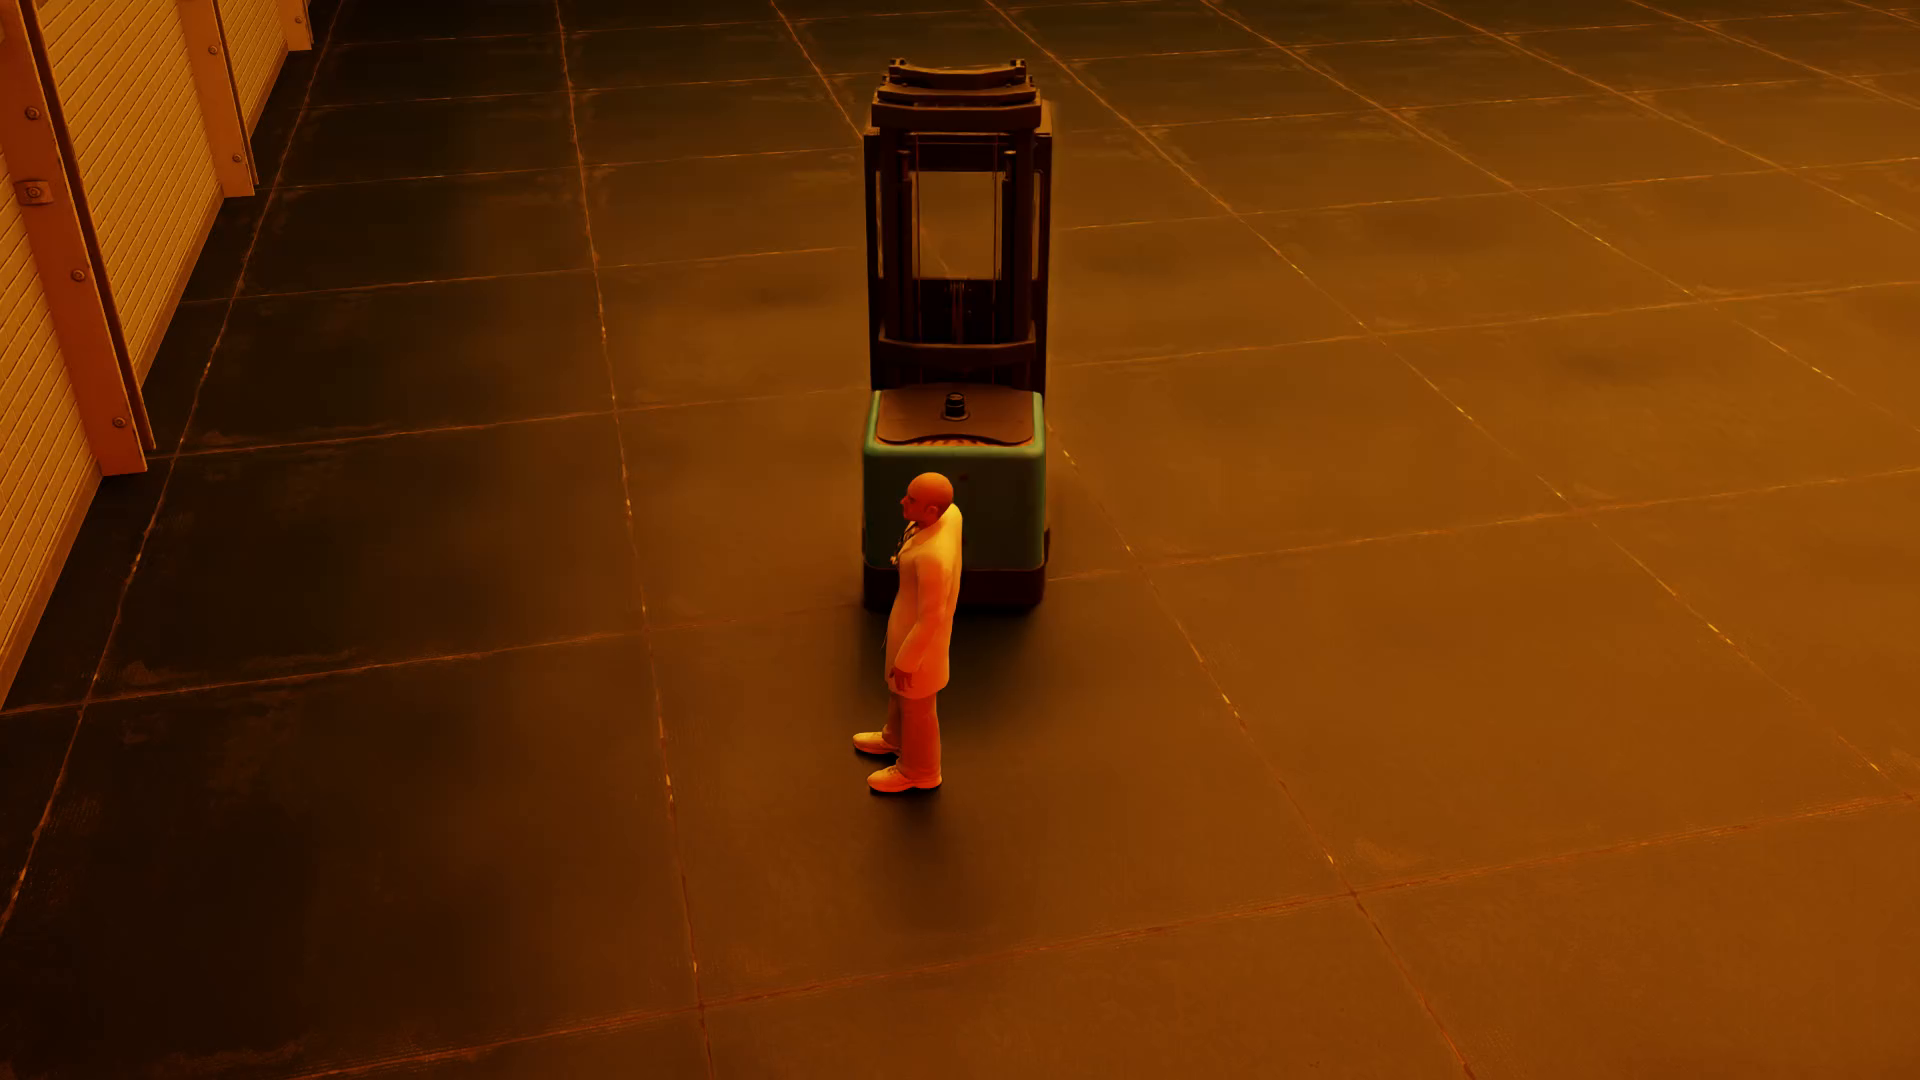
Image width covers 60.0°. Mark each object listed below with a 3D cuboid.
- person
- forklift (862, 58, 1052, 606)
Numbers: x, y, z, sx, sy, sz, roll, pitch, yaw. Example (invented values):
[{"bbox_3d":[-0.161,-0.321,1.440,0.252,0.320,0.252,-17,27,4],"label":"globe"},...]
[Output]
[{"bbox_3d":[-0.287,0.446,7.941,0.583,1.776,0.695,2,30,4],"label":"person"},{"bbox_3d":[-0.007,-1.586,10.314,1.130,2.935,3.031,1,30,1],"label":"forklift"}]
